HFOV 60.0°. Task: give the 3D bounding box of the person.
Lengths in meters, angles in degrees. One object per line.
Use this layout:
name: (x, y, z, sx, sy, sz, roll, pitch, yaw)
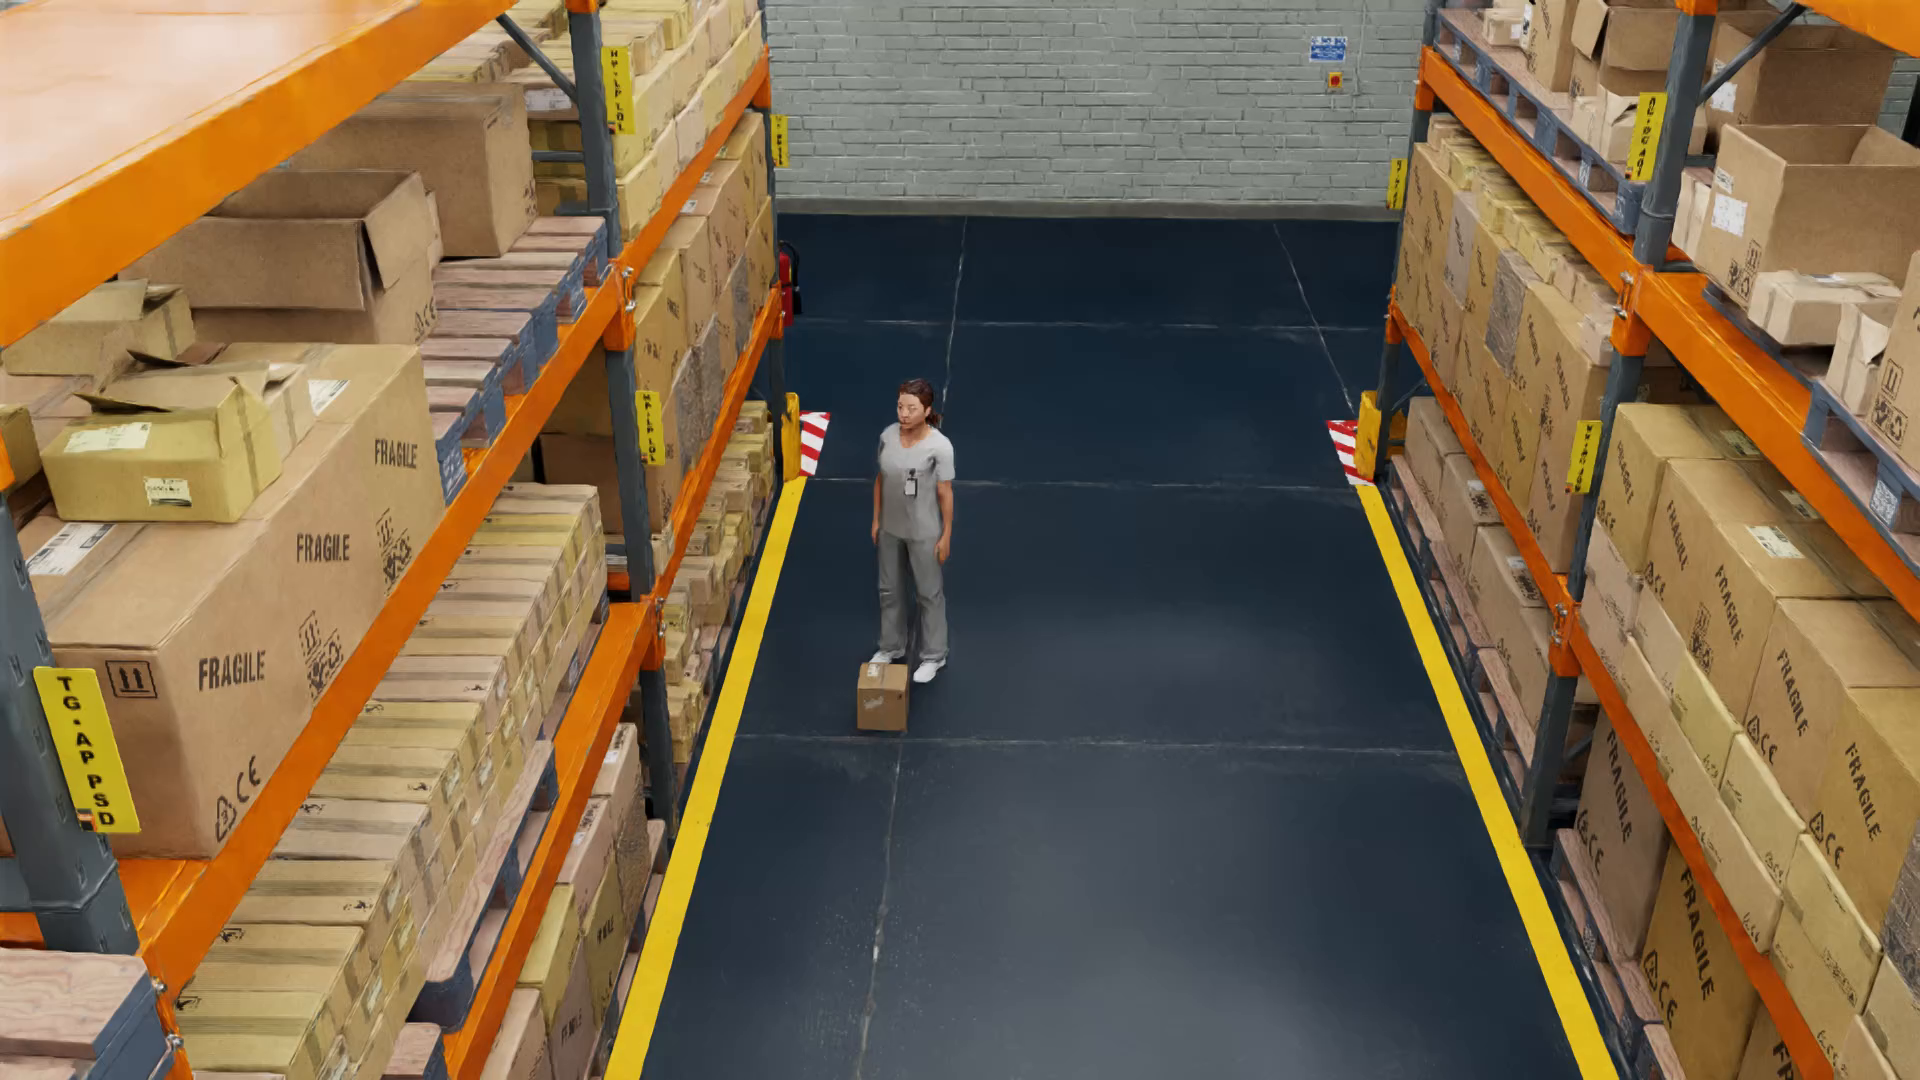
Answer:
person: (-0.257, 0.064, 8.748, 0.465, 1.414, 0.379, 14, 31, 25)
